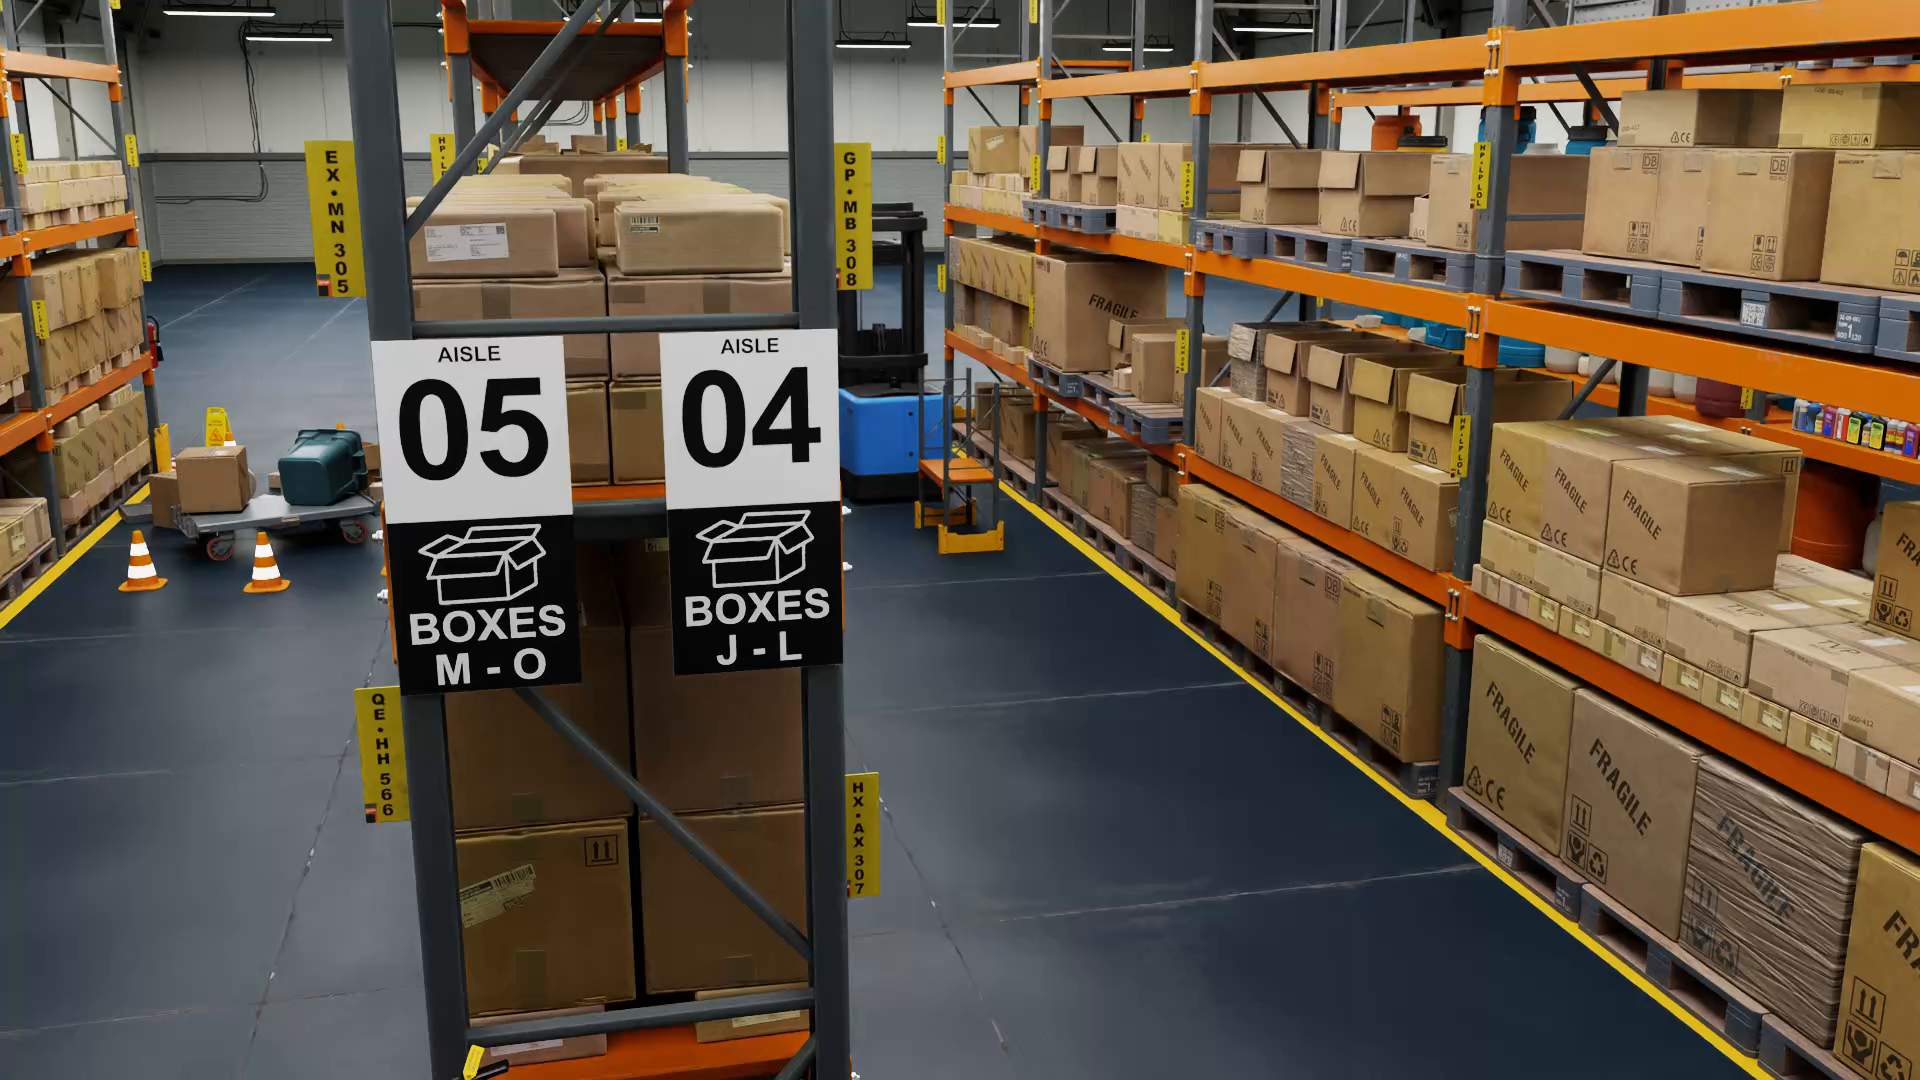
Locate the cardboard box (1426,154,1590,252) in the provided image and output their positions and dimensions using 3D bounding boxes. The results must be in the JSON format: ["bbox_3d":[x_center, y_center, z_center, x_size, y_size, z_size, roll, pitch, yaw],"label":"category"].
[{"bbox_3d":[2.984,-1.836,9.031,0.700,0.500,0.500,-3,14,-12],"label":"cardboard box"}]

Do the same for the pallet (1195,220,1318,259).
[{"bbox_3d":[2.393,-2.136,11.750,1.213,0.211,1.003,-3,14,-11],"label":"pallet"}]

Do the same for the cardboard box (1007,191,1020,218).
[{"bbox_3d":[0.777,-3.435,16.985,0.500,0.250,0.500,-3,14,-12],"label":"cardboard box"}]

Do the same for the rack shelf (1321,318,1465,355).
[{"bbox_3d":[5.596,-2.227,19.561,1.077,0.370,4.000,-3,14,-13],"label":"rack shelf"}]

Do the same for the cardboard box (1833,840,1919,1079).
[{"bbox_3d":[3.841,1.614,5.914,0.875,0.875,0.875,-3,14,-13],"label":"cardboard box"}]

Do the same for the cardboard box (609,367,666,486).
[{"bbox_3d":[-0.633,-0.320,4.234,0.500,0.250,0.500,-3,14,-11],"label":"cardboard box"}]

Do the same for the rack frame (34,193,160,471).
[{"bbox_3d":[-9.321,-2.209,17.973,1.000,3.000,0.127,-3,14,-13],"label":"rack frame"}]

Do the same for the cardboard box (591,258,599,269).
[{"bbox_3d":[-1.253,-0.655,4.552,0.500,0.250,0.500,-4,14,-15],"label":"cardboard box"}]

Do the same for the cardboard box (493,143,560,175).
[{"bbox_3d":[-2.608,-2.256,10.021,0.396,0.266,0.258,-3,14,-13],"label":"cardboard box"}]

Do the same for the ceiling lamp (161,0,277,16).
[{"bbox_3d":[-14.240,-11.663,31.730,2.000,3.185,0.800,-3,14,-13],"label":"ceiling lamp"}]

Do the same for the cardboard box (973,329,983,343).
[{"bbox_3d":[0.362,-2.329,18.991,0.380,0.149,0.250,-3,14,-13],"label":"cardboard box"}]

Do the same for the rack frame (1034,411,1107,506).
[{"bbox_3d":[1.251,-1.839,16.457,1.000,3.000,0.127,-3,14,-13],"label":"rack frame"}]

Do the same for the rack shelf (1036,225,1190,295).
[{"bbox_3d":[1.721,-2.485,14.298,1.077,0.370,4.000,-3,14,-13],"label":"rack shelf"}]

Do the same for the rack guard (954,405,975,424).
[{"bbox_3d":[0.329,-1.530,20.459,1.175,0.500,0.348,-3,14,-13],"label":"rack guard"}]

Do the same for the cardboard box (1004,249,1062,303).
[{"bbox_3d":[0.759,-2.722,17.125,0.500,0.500,0.500,-3,14,-13],"label":"cardboard box"}]

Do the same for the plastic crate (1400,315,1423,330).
[{"bbox_3d":[5.681,-2.717,20.363,0.499,0.251,0.408,-3,14,-13],"label":"plastic crate"}]

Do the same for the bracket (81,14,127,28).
[{"bbox_3d":[-20.856,-12.634,40.419,0.076,0.066,4.783,-3,14,-13],"label":"bracket"}]

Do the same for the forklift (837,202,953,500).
[{"bbox_3d":[-0.988,-2.137,17.822,1.130,2.935,3.031,-4,14,-17],"label":"forklift"}]

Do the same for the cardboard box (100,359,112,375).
[{"bbox_3d":[-8.657,-1.722,16.507,0.380,0.149,0.250,-3,14,-14],"label":"cardboard box"}]

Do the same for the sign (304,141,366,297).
[{"bbox_3d":[-1.320,-0.678,3.521,0.100,0.325,0.005,-3,14,-13],"label":"sign"}]

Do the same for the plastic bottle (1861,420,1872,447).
[{"bbox_3d":[6.933,-0.812,12.673,0.097,0.201,0.097,0,14,0],"label":"plastic bottle"}]

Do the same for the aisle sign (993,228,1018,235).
[{"bbox_3d":[0.588,-4.056,20.052,0.394,0.787,0.004,-3,14,-13],"label":"aisle sign"}]

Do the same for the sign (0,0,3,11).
[{"bbox_3d":[-9.849,-5.586,17.017,0.100,0.325,0.005,-3,14,-13],"label":"sign"}]

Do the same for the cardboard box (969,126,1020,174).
[{"bbox_3d":[0.398,-4.297,18.308,0.500,0.500,0.500,-3,14,-13],"label":"cardboard box"}]

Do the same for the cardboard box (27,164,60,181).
[{"bbox_3d":[-8.424,-3.336,15.114,0.380,0.149,0.250,-4,14,-15],"label":"cardboard box"}]

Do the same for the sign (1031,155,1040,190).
[{"bbox_3d":[0.725,-3.515,15.909,0.100,0.325,0.005,-3,14,-13],"label":"sign"}]

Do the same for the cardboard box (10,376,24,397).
[{"bbox_3d":[-7.993,-1.265,13.753,0.380,0.149,0.250,-3,14,-12],"label":"cardboard box"}]

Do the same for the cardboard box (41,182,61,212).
[{"bbox_3d":[-8.349,-3.051,14.785,0.500,0.250,0.500,-3,14,-14],"label":"cardboard box"}]

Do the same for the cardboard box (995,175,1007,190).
[{"bbox_3d":[0.579,-3.780,17.556,0.380,0.149,0.250,-3,14,-11],"label":"cardboard box"}]

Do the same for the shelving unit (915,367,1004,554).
[{"bbox_3d":[-0.018,-0.746,15.144,0.587,1.500,1.083,-3,14,-13],"label":"shelving unit"}]

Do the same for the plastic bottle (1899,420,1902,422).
[{"bbox_3d":[7.569,-1.013,13.321,0.061,0.283,0.133,-3,14,-13],"label":"plastic bottle"}]

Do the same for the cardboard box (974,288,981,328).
[{"bbox_3d":[0.648,-2.718,19.216,0.875,0.500,0.500,-3,14,-13],"label":"cardboard box"}]

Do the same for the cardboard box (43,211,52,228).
[{"bbox_3d":[-8.410,-2.882,14.934,0.380,0.149,0.250,-3,14,-11],"label":"cardboard box"}]

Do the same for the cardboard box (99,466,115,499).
[{"bbox_3d":[-8.522,-0.551,16.093,0.500,0.250,0.500,-3,14,-14],"label":"cardboard box"}]

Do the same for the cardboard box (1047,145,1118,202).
[{"bbox_3d":[1.265,-3.436,15.572,0.797,0.503,0.637,-4,14,-16],"label":"cardboard box"}]

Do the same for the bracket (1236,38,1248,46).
[{"bbox_3d":[8.468,-14.945,49.876,0.235,0.232,0.430,-3,14,-13],"label":"bracket"}]

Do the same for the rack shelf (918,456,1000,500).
[{"bbox_3d":[-0.020,-0.574,15.195,0.538,0.185,1.000,-3,14,-13],"label":"rack shelf"}]

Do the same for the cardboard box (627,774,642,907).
[{"bbox_3d":[-0.763,0.748,5.029,0.500,0.500,0.500,-3,14,-13],"label":"cardboard box"}]

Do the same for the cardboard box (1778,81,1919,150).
[{"bbox_3d":[3.604,-1.660,6.517,0.500,0.250,0.500,-4,14,-15],"label":"cardboard box"}]

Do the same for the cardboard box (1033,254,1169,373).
[{"bbox_3d":[1.301,-2.143,15.554,1.000,1.000,1.000,-3,14,-13],"label":"cardboard box"}]

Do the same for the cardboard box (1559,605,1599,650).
[{"bbox_3d":[3.063,0.397,7.833,0.380,0.149,0.250,-4,14,-15],"label":"cardboard box"}]

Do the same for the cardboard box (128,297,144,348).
[{"bbox_3d":[-8.926,-2.293,17.476,0.500,0.500,0.500,-4,14,-14],"label":"cardboard box"}]

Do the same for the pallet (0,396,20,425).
[{"bbox_3d":[-8.344,-1.009,13.464,1.003,0.211,1.213,-3,14,-13],"label":"pallet"}]

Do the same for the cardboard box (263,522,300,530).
[{"bbox_3d":[-6.487,-0.266,15.779,0.396,0.266,0.258,10,17,35],"label":"cardboard box"}]

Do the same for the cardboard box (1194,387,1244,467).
[{"bbox_3d":[2.040,-0.837,12.147,0.500,0.500,0.500,-3,14,-12],"label":"cardboard box"}]

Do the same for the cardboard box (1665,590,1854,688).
[{"bbox_3d":[3.333,0.406,6.956,0.500,0.250,0.500,-3,14,-13],"label":"cardboard box"}]

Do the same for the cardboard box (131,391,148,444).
[{"bbox_3d":[-8.880,-1.272,17.464,0.500,0.500,0.500,-3,14,-13],"label":"cardboard box"}]

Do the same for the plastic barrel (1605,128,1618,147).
[{"bbox_3d":[6.549,-3.560,16.123,0.600,0.901,0.600,0,14,0],"label":"plastic barrel"}]

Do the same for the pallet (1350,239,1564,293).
[{"bbox_3d":[2.866,-1.566,9.424,0.805,0.209,1.217,-4,14,-15],"label":"pallet"}]

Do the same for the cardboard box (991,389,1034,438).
[{"bbox_3d":[0.616,-1.470,19.331,0.500,0.500,0.500,0,14,2],"label":"cardboard box"}]

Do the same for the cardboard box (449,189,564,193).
[{"bbox_3d":[-1.410,-0.996,5.108,0.380,0.149,0.250,-3,14,-12],"label":"cardboard box"}]

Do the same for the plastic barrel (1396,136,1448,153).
[{"bbox_3d":[5.517,-4.534,19.888,0.600,0.588,0.600,0,14,0],"label":"plastic barrel"}]

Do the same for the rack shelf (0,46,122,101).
[{"bbox_3d":[-8.852,-4.311,15.458,1.077,0.370,4.000,-3,14,-13],"label":"rack shelf"}]

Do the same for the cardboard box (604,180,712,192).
[{"bbox_3d":[-1.123,-1.264,6.206,0.380,0.149,0.250,-4,14,-15],"label":"cardboard box"}]

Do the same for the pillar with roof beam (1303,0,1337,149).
[{"bbox_3d":[5.940,-11.688,44.129,9.100,9.000,0.548,-3,14,-13],"label":"pillar with roof beam"}]
